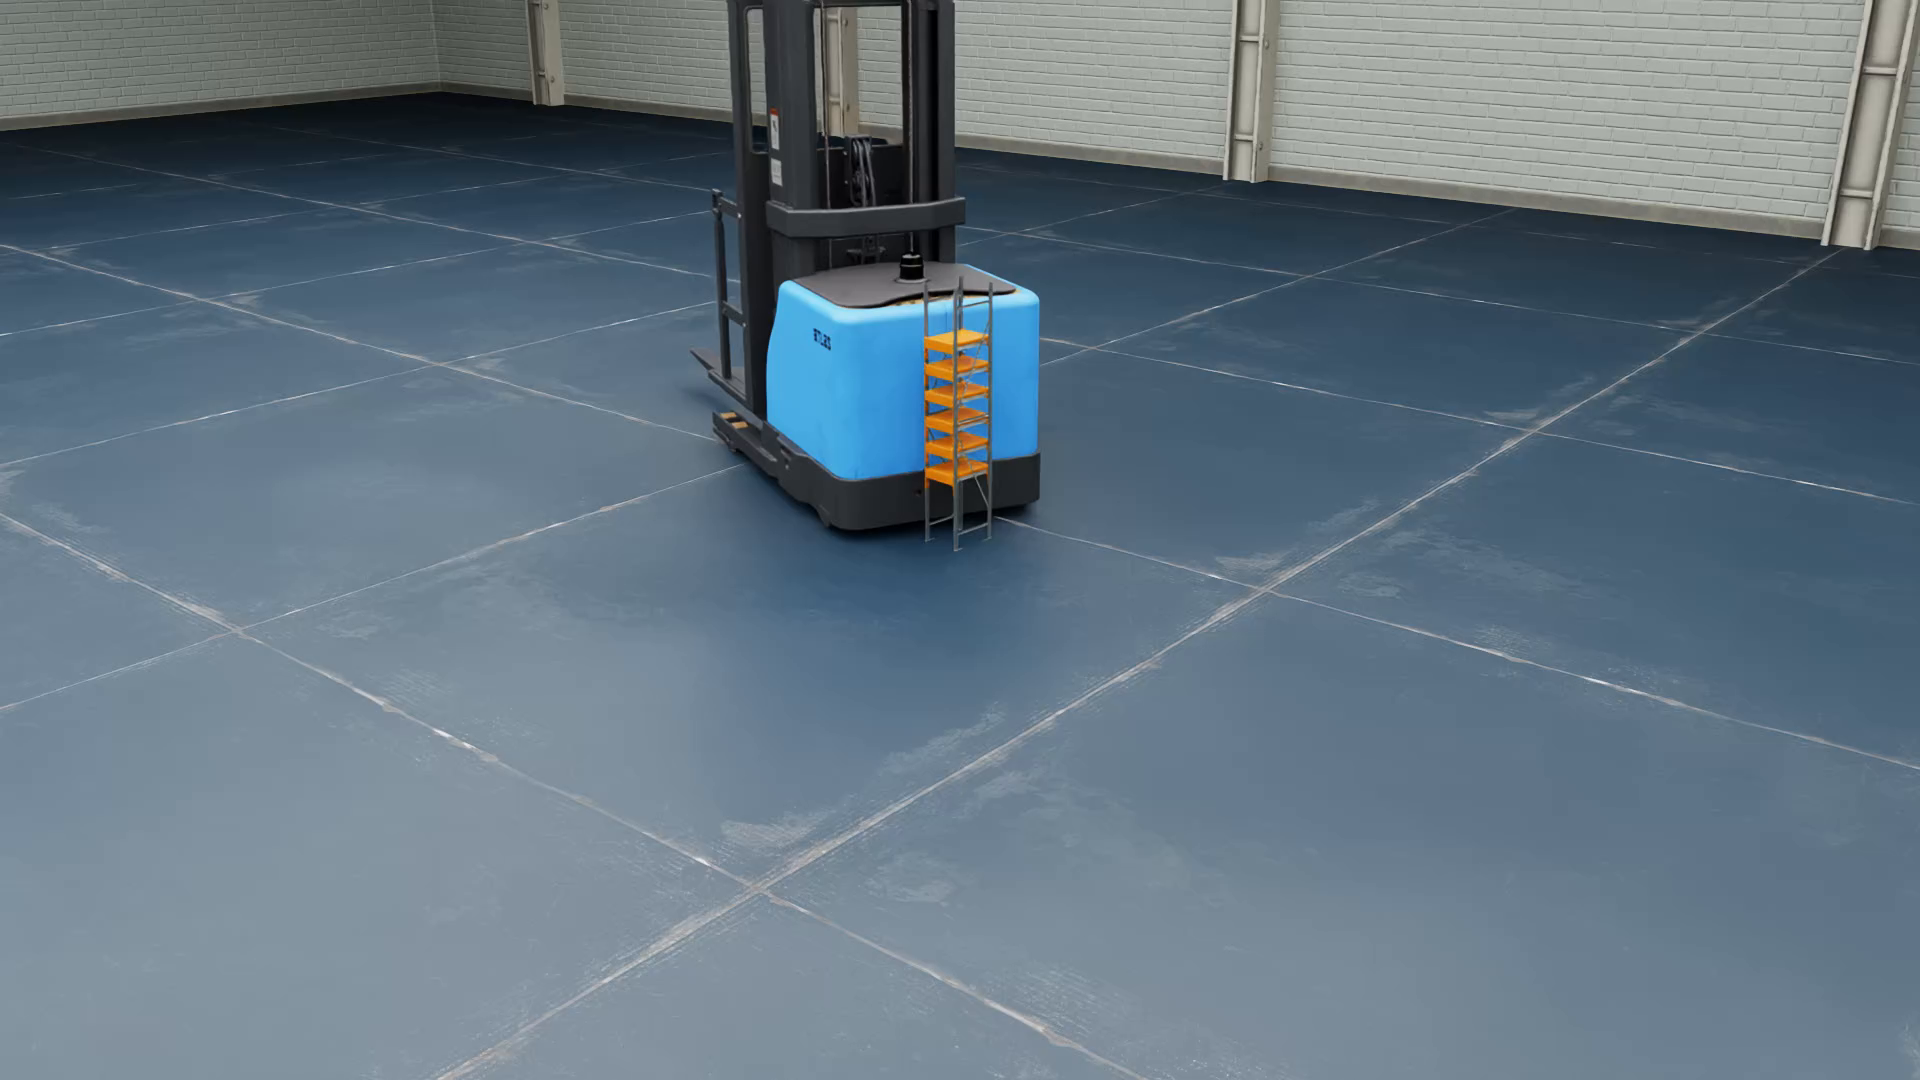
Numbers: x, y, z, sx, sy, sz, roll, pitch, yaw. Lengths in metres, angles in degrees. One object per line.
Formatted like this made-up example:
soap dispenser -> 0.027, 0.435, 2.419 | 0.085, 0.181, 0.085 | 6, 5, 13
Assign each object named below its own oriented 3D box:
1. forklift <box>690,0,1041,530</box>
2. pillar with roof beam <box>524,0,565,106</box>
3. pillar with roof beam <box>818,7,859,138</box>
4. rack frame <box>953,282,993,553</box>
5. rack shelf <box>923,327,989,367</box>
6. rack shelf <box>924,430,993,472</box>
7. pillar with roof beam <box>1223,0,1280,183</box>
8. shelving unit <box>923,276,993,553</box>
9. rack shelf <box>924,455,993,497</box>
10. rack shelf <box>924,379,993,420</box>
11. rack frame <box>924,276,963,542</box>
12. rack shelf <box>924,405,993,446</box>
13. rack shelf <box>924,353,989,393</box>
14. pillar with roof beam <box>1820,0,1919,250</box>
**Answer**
forklift -> -0.697, -1.898, 8.547 | 1.130, 2.935, 3.031 | -9, 23, -23
pillar with roof beam -> -8.922, -9.618, 20.421 | 0.400, 9.000, 9.100 | 16, 26, 36
pillar with roof beam -> -4.273, -8.280, 16.871 | 0.400, 9.000, 9.100 | 16, 26, 36
rack frame -> 0.058, -0.535, 7.386 | 0.006, 1.200, 0.240 | 19, 28, 41
rack shelf -> -0.006, -0.853, 7.335 | 0.180, 0.103, 0.258 | 19, 28, 41
rack shelf -> -0.006, -0.404, 7.505 | 0.180, 0.103, 0.258 | 19, 28, 41
pillar with roof beam -> 0.375, -6.941, 13.321 | 0.400, 9.000, 9.100 | 16, 26, 36
shelving unit -> -0.006, -0.558, 7.447 | 0.189, 1.200, 0.258 | 19, 28, 41
rack shelf -> -0.006, -0.292, 7.547 | 0.180, 0.103, 0.258 | 19, 28, 41
rack shelf -> -0.006, -0.628, 7.420 | 0.180, 0.103, 0.258 | 19, 28, 41
rack frame -> -0.071, -0.581, 7.507 | 0.006, 1.200, 0.240 | 19, 28, 41
rack shelf -> -0.006, -0.516, 7.462 | 0.180, 0.103, 0.258 | 19, 28, 41
rack shelf -> -0.006, -0.741, 7.377 | 0.180, 0.103, 0.258 | 19, 28, 41
pillar with roof beam -> 5.024, -5.603, 9.772 | 0.400, 9.000, 9.100 | 16, 26, 36
